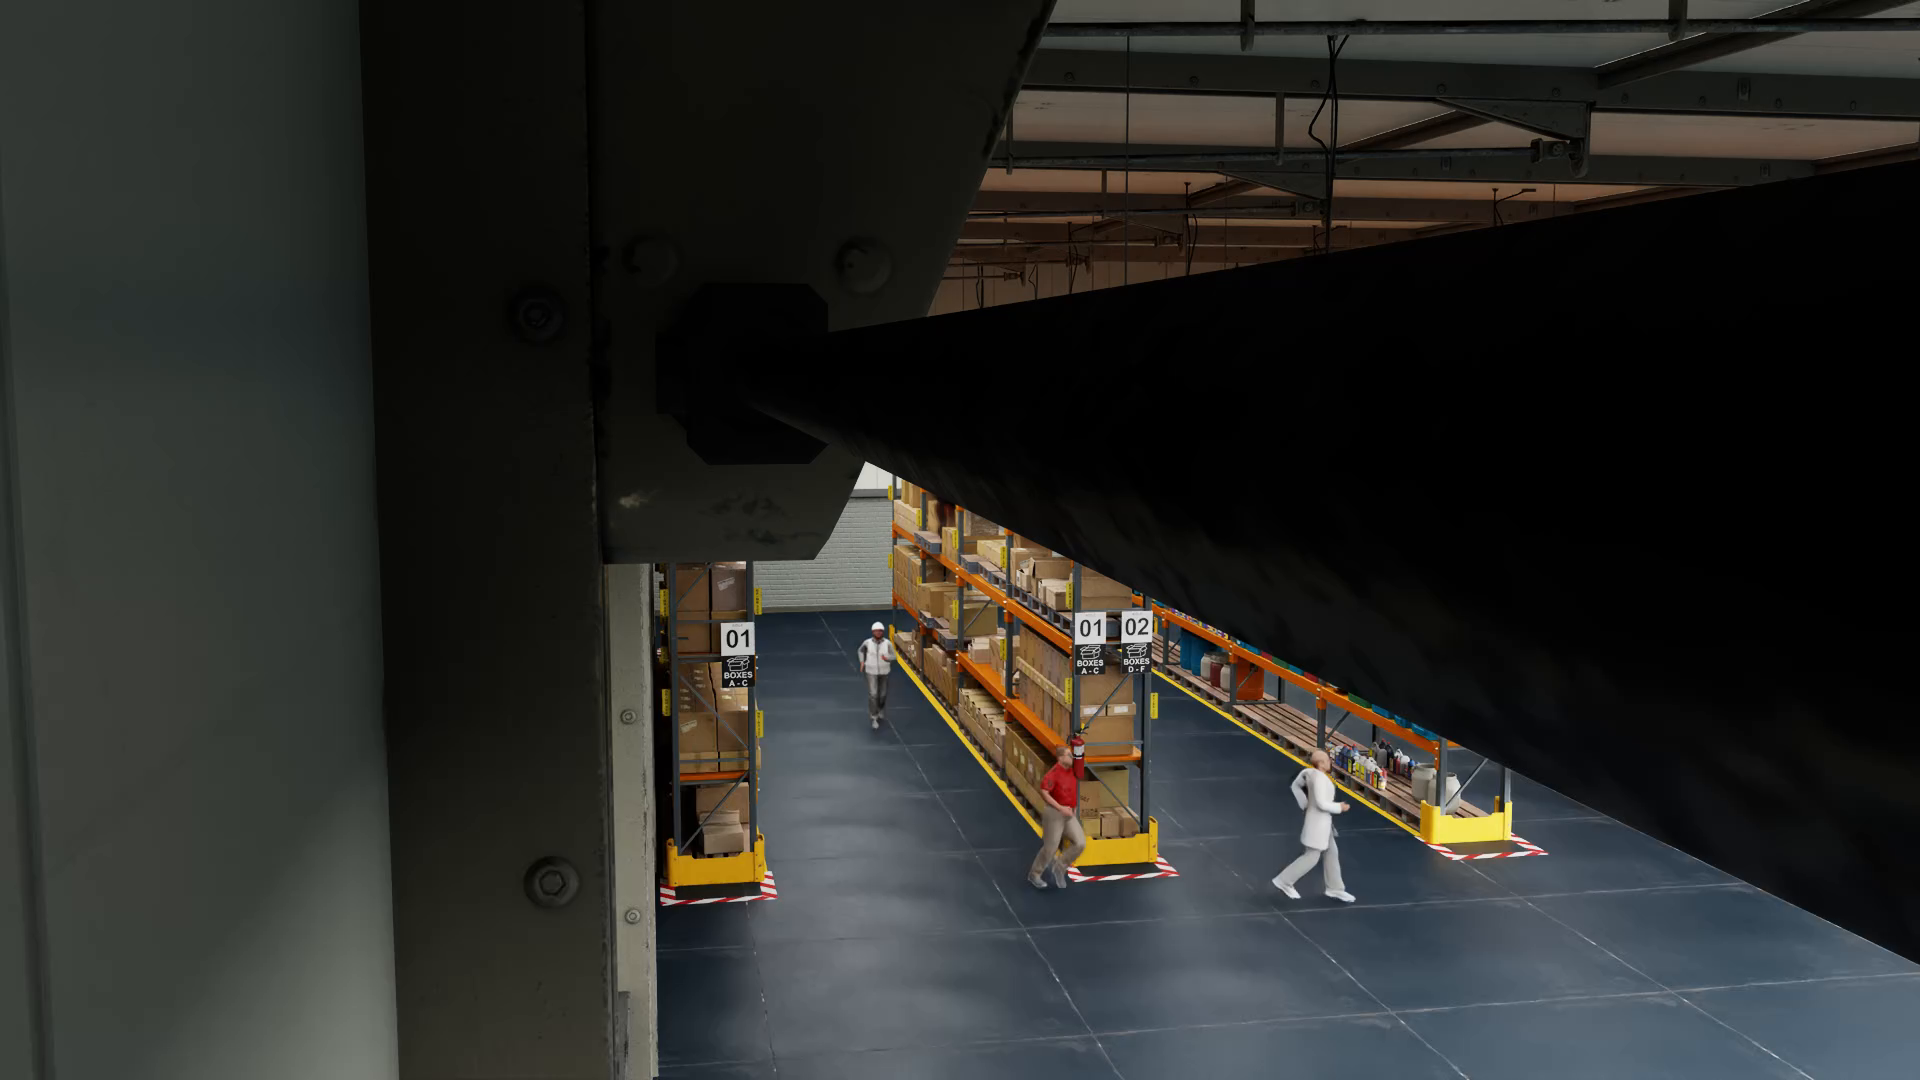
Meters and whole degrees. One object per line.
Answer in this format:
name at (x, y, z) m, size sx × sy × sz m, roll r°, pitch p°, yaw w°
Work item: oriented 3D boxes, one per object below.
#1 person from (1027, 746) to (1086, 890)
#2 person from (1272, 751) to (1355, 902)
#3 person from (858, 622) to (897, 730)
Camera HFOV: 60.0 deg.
person at (1.227, 3.343, 20.049) m, size 0.642 × 1.715 × 0.720 m, roll 5°, pitch 8°, yaw 40°
person at (4.149, 3.349, 19.401) m, size 0.981 × 1.803 × 0.698 m, roll 1°, pitch 6°, yaw 6°
person at (-1.422, 2.310, 28.817) m, size 0.645 × 1.785 × 0.904 m, roll -1°, pitch 6°, yaw -9°
